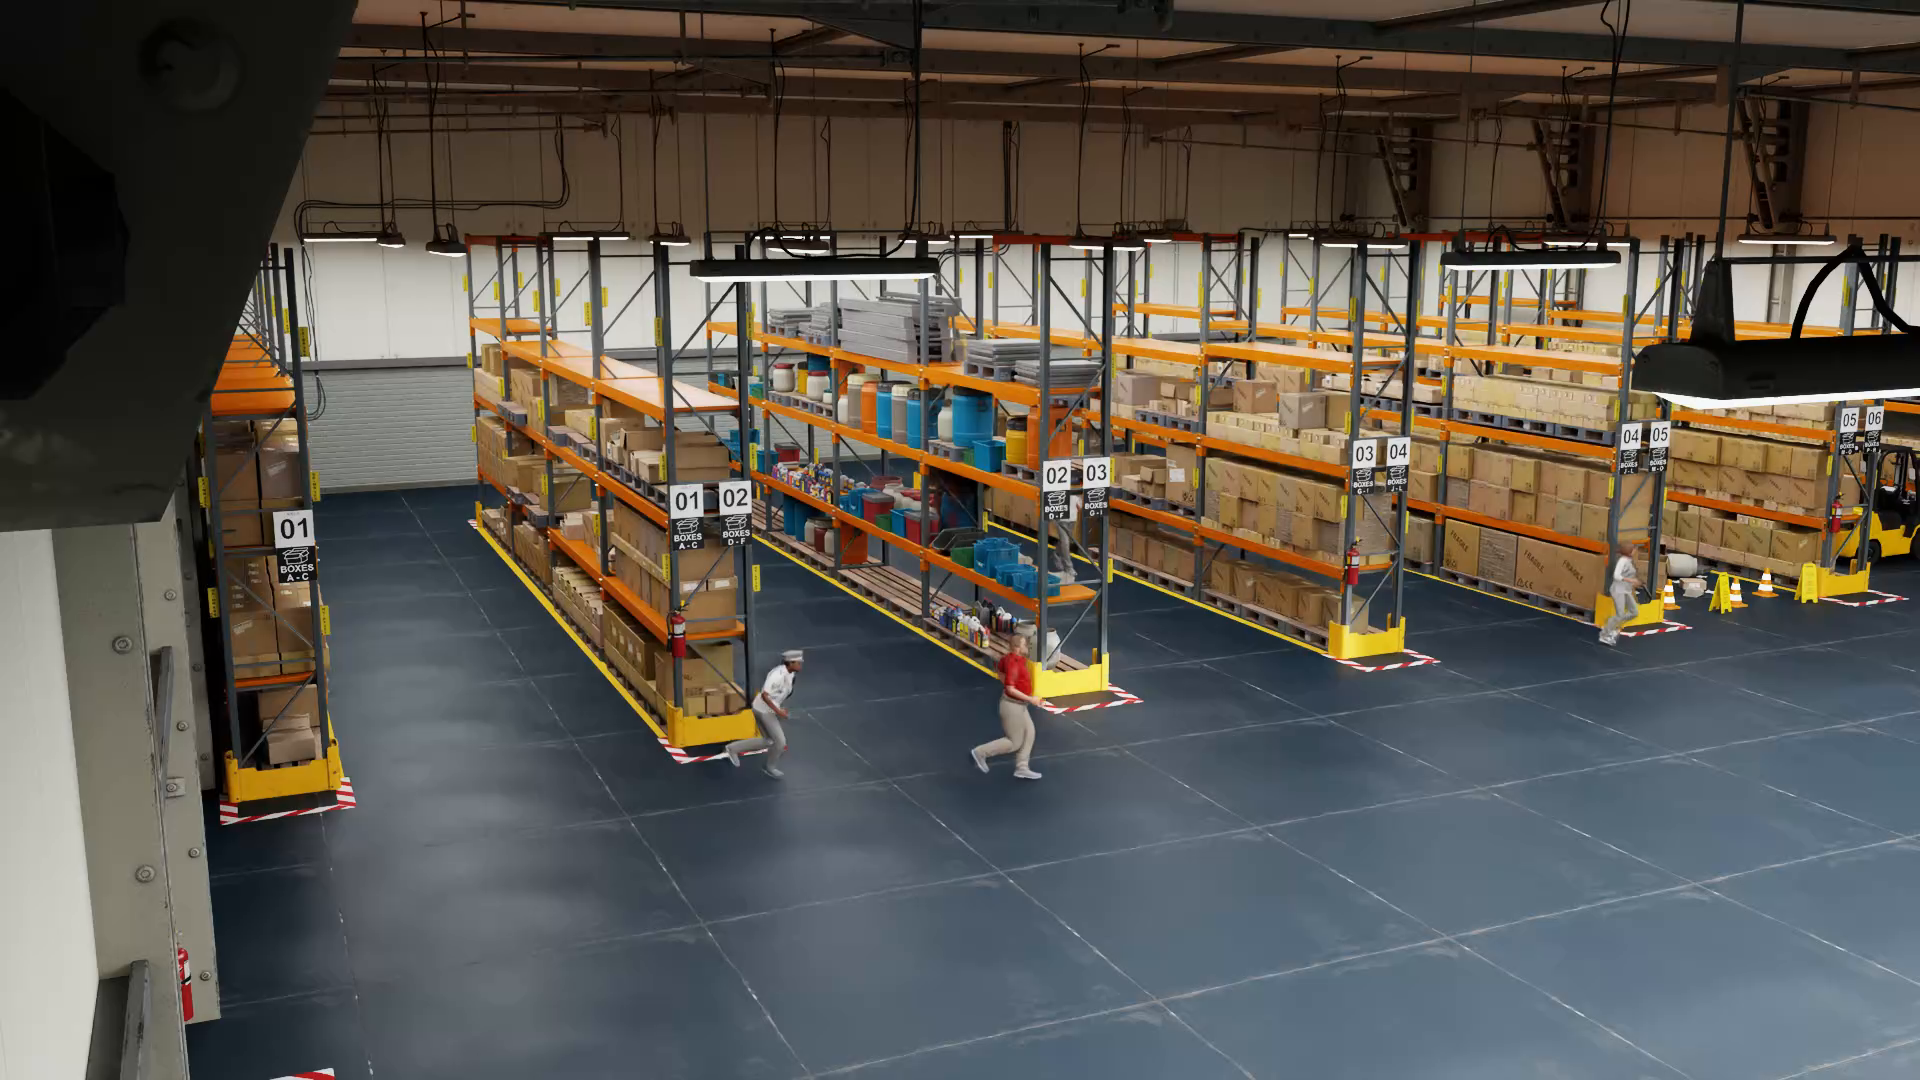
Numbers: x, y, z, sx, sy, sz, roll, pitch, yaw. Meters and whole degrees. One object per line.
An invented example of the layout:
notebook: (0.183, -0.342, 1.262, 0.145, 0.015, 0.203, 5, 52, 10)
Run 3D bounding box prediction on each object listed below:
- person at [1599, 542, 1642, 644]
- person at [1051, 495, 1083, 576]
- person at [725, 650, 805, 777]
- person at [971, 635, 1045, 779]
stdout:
person: (9.992, 0.798, 24.995, 0.542, 1.521, 0.543, 10, 14, 40)
person: (1.830, -0.330, 28.529, 0.657, 1.804, 0.820, -7, 13, -34)
person: (-2.239, 1.985, 19.086, 0.951, 1.516, 0.572, 2, 11, 10)
person: (0.536, 1.907, 18.885, 0.831, 1.700, 0.656, 0, 11, -1)
